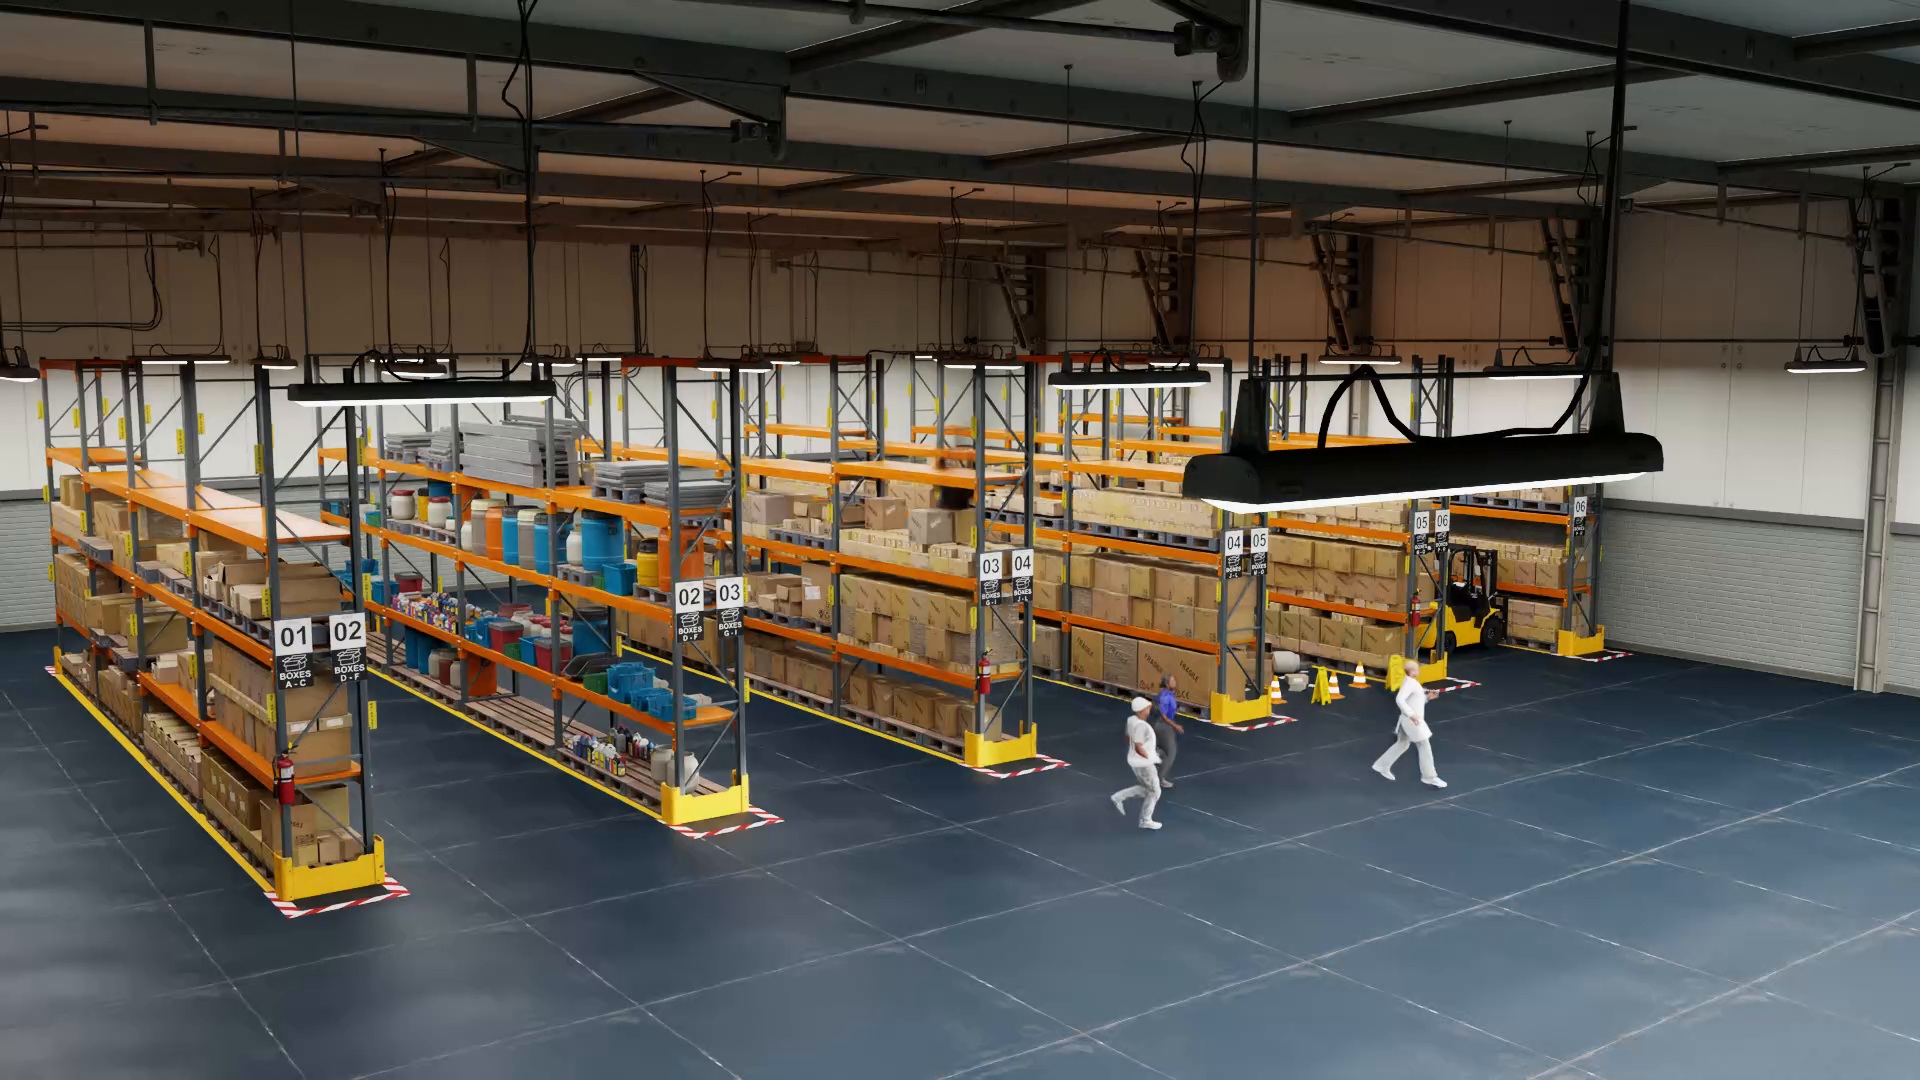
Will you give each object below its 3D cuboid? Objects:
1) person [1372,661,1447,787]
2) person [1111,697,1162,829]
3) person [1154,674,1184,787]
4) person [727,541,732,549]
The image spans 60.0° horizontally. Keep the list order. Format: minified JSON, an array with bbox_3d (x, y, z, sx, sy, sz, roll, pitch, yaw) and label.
[{"bbox_3d":[6.397,2.596,23.584,1.038,1.786,0.696,0,7,2],"label":"person"},{"bbox_3d":[2.307,2.894,21.562,0.663,1.743,0.682,-1,7,-7],"label":"person"},{"bbox_3d":[2.885,2.704,23.700,0.629,1.624,0.592,1,7,8],"label":"person"},{"bbox_3d":[-5.221,0.879,38.275,0.670,1.738,0.656,-4,8,-27],"label":"person"}]
